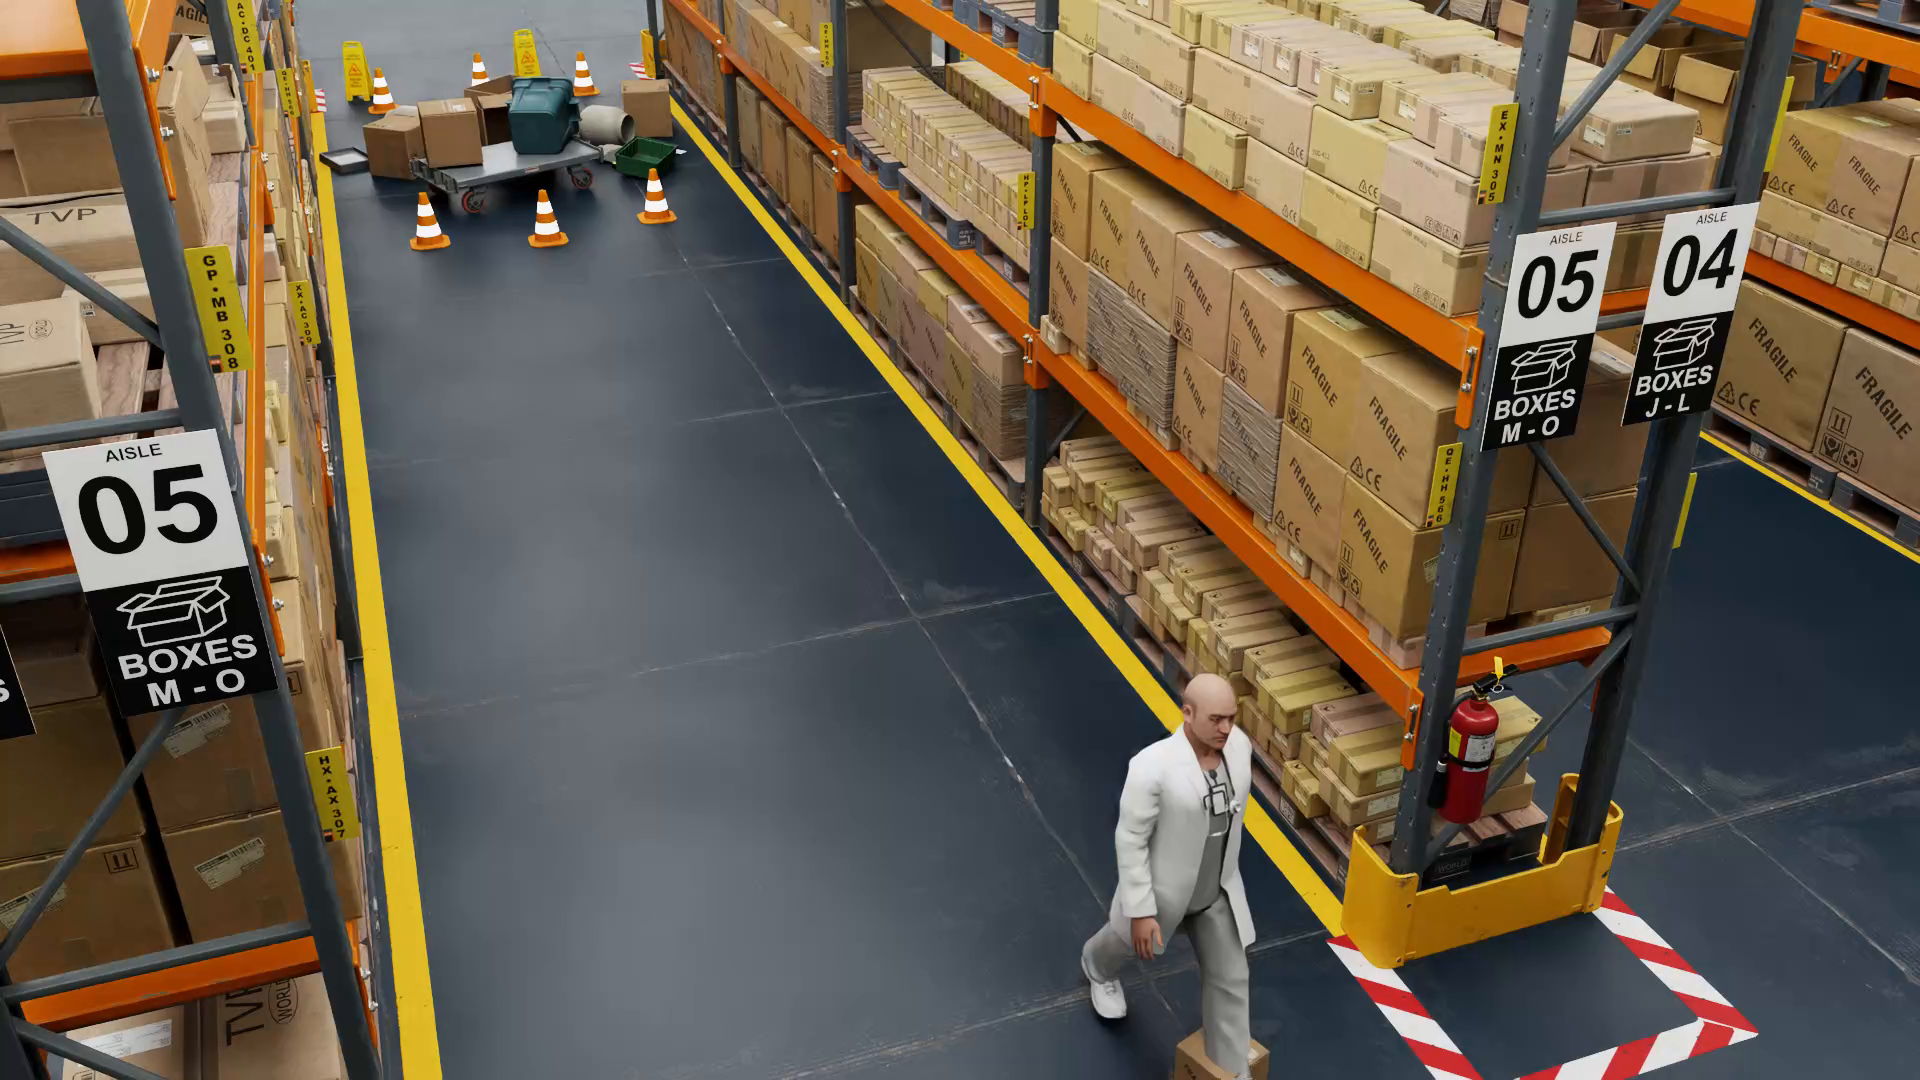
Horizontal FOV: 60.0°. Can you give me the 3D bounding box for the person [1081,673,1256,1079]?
[{"bbox_3d":[0.847,1.272,6.115,0.643,1.724,1.130,-13,32,-22],"label":"person"}]
